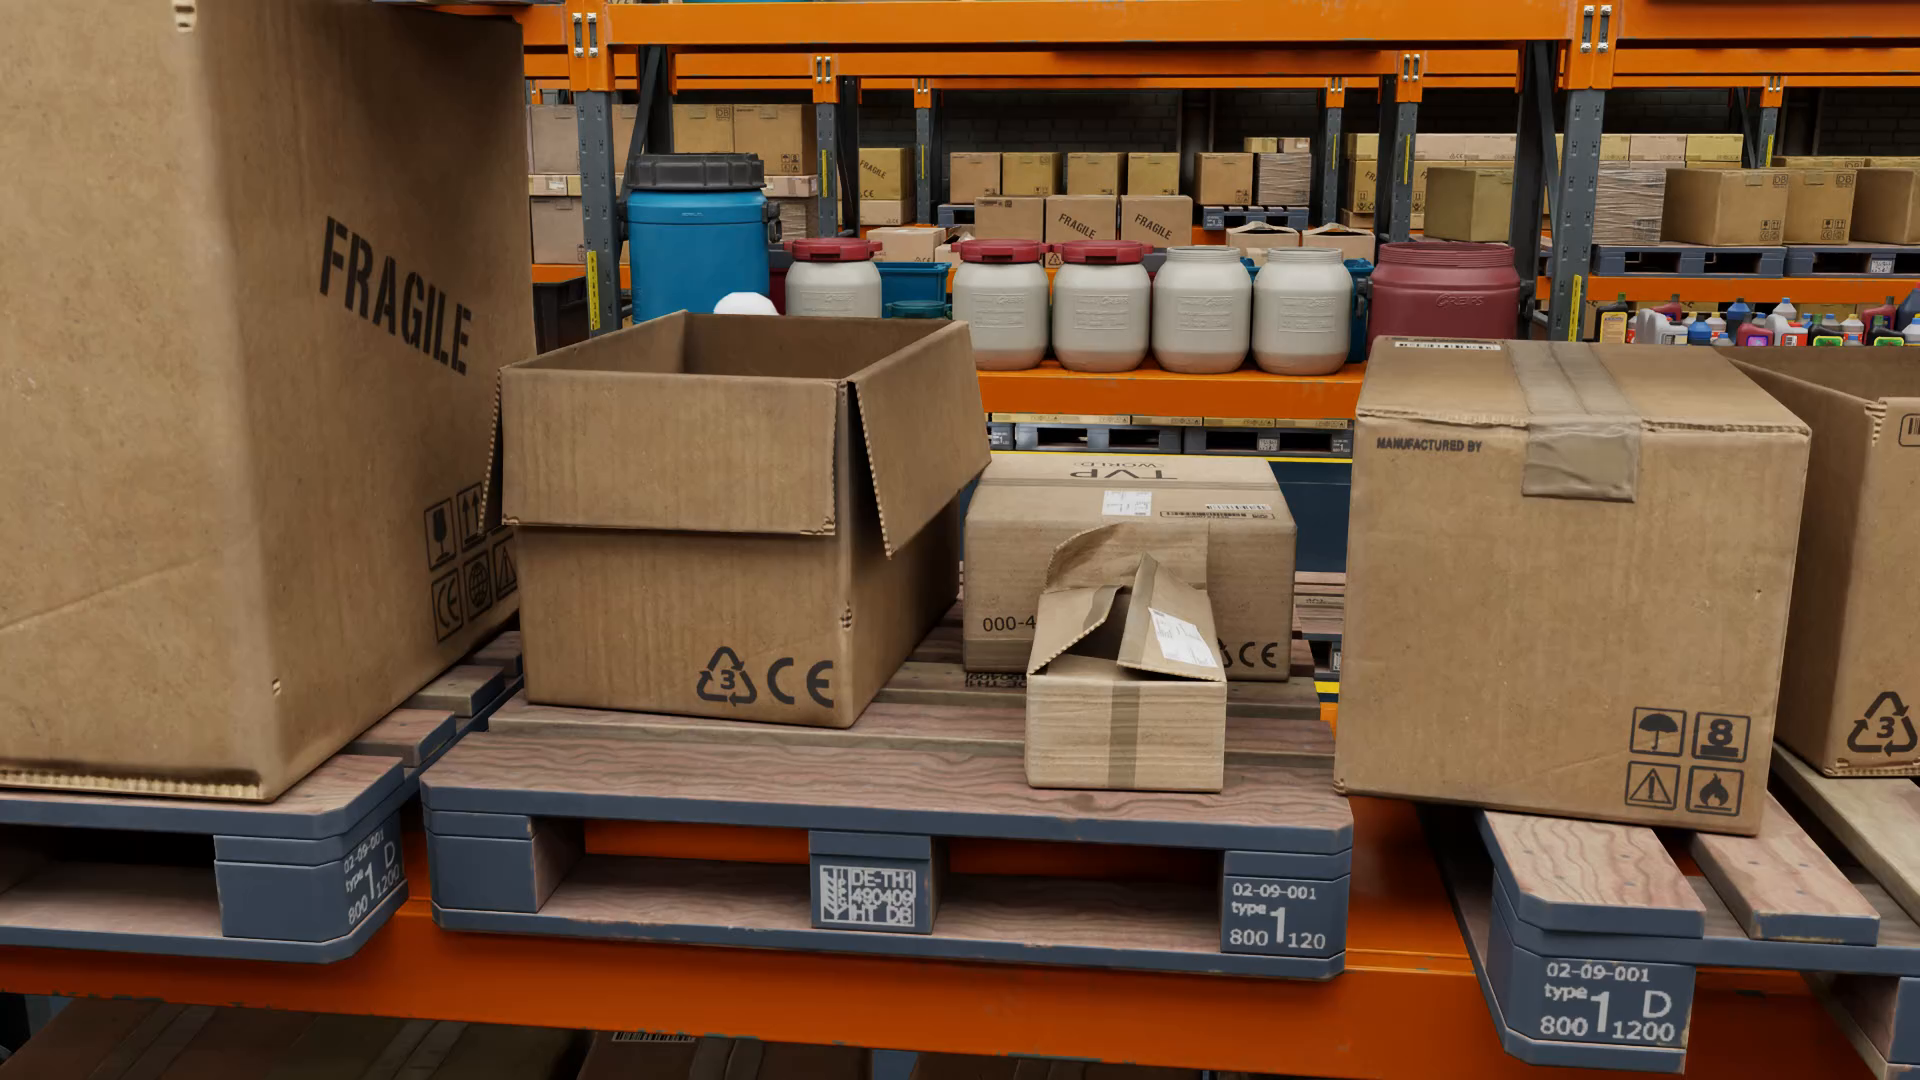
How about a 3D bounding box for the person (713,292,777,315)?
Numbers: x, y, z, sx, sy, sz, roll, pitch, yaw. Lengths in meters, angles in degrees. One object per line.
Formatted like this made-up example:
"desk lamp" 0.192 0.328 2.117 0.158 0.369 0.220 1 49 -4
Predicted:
"person" -0.770 0.002 5.989 0.360 1.776 0.563 2 14 8
